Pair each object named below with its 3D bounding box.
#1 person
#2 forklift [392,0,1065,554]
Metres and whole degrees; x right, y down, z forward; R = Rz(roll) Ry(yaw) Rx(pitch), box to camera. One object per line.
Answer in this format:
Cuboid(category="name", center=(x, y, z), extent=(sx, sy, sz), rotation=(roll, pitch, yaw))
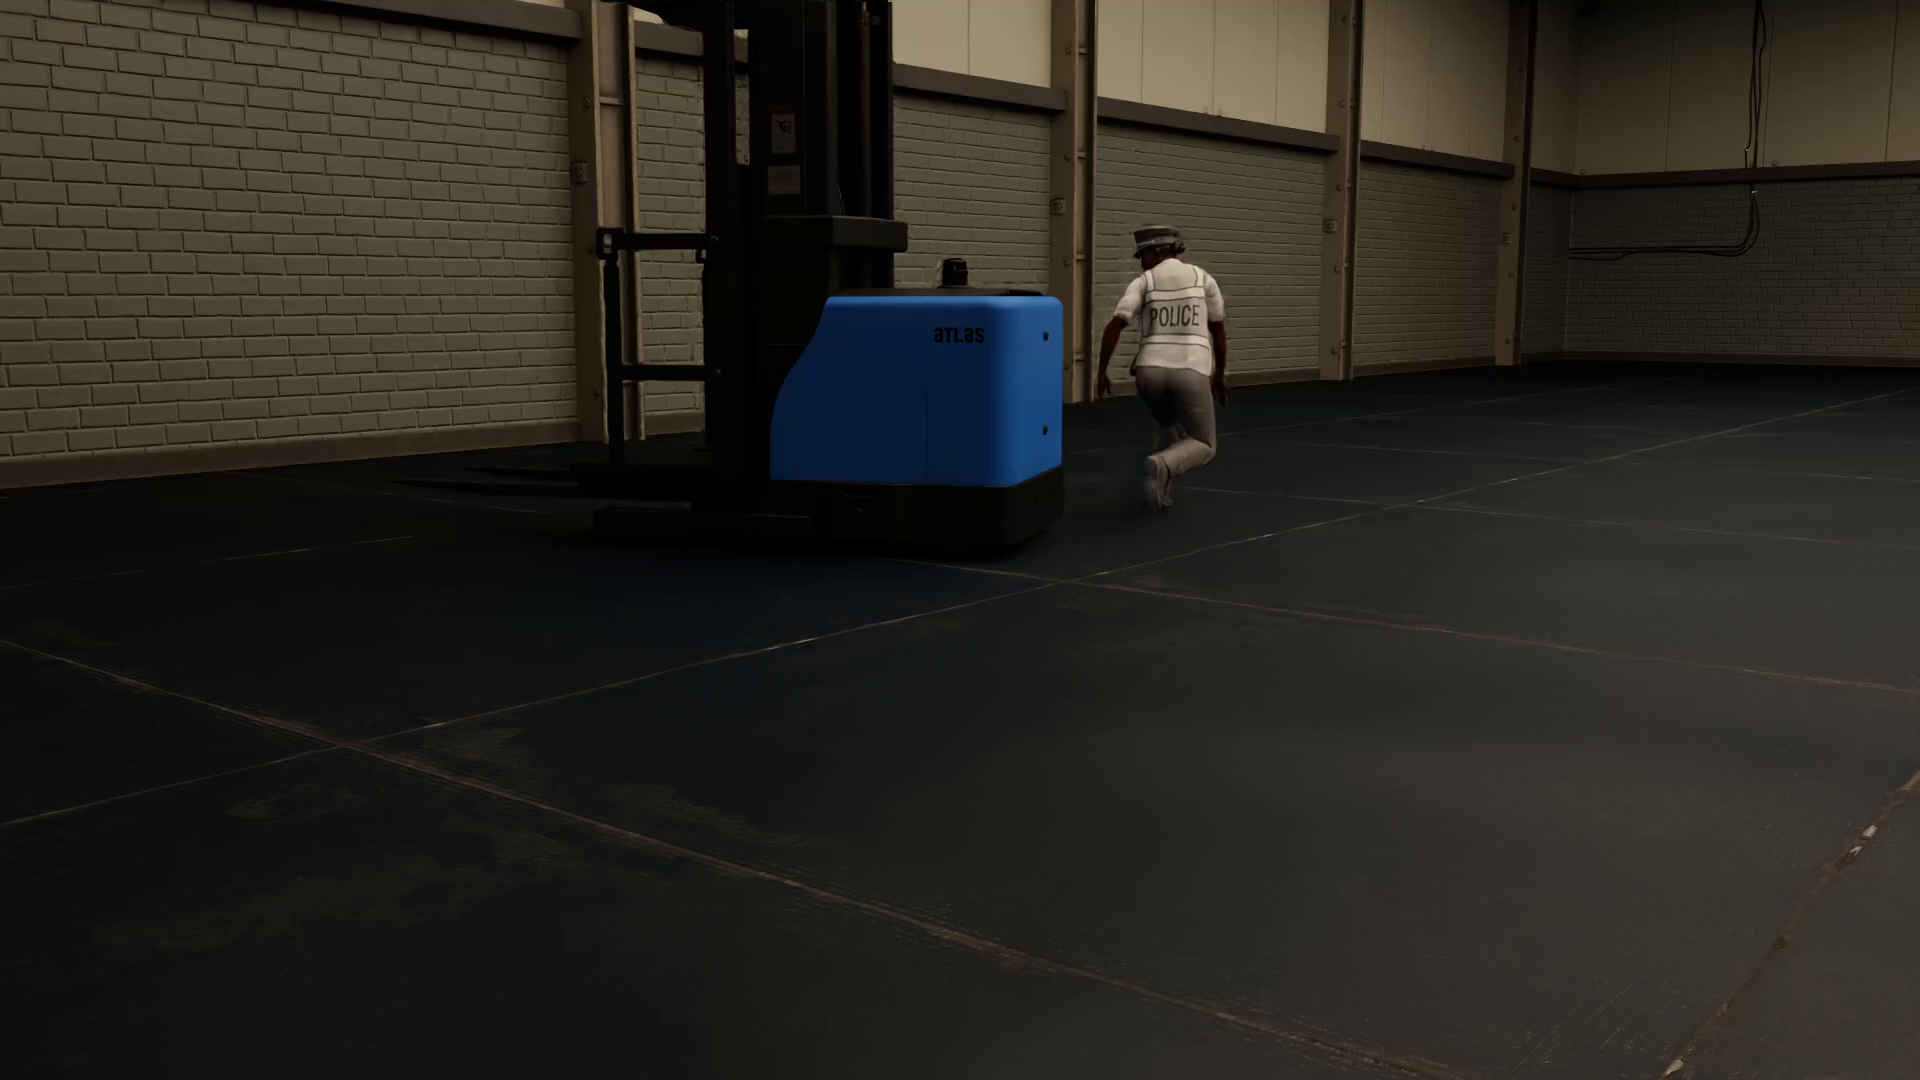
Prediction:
Cuboid(category="person", center=(0.998, -0.860, 8.417), extent=(0.610, 1.451, 0.682), rotation=(3, 9, 20))
Cuboid(category="forklift", center=(-1.095, -1.488, 7.450), extent=(3.031, 2.935, 1.130), rotation=(2, 9, 16))
